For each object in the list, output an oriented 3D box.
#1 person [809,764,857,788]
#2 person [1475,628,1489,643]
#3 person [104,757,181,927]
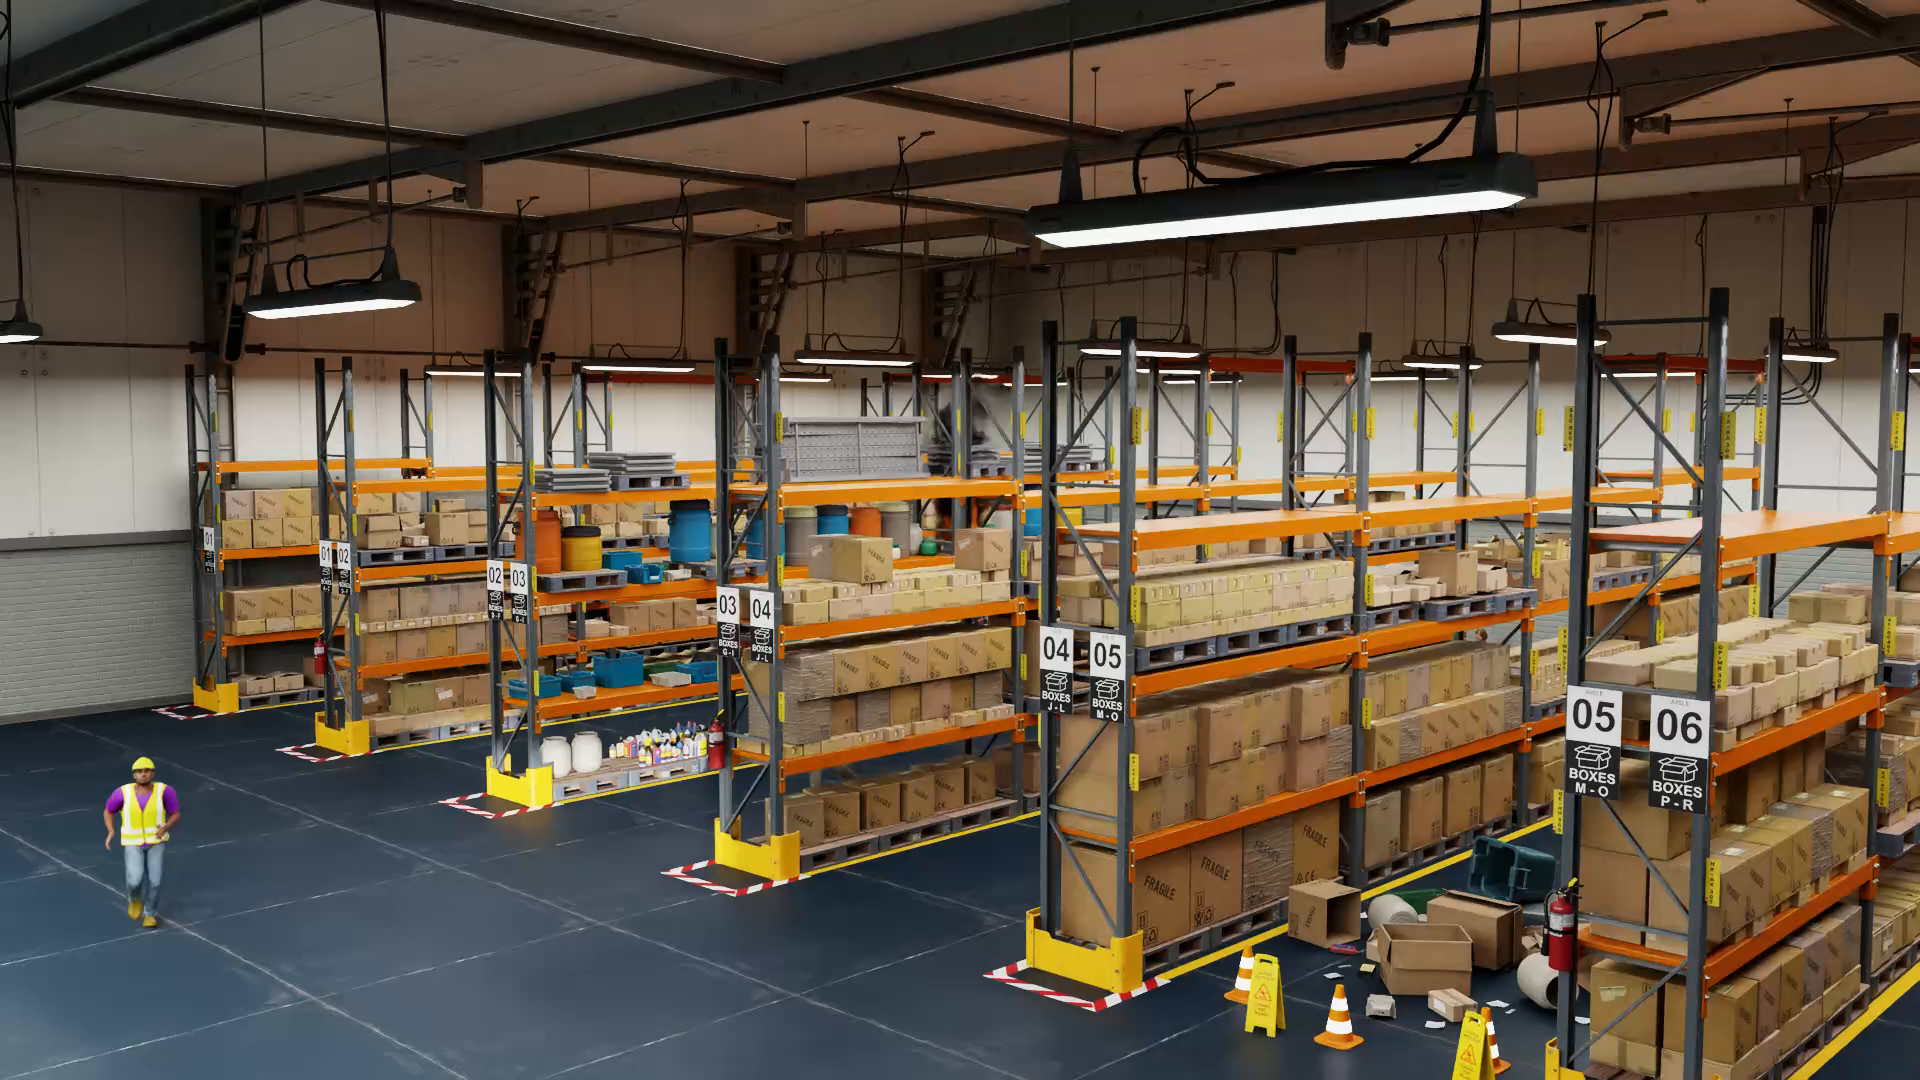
[{"bbox_3d":[-1.747,2.618,21.958,0.672,1.700,0.933,3,5,30],"label":"person"},{"bbox_3d":[8.765,2.260,27.834,0.709,1.579,0.555,-4,6,-42],"label":"person"},{"bbox_3d":[-8.142,3.029,16.594,0.695,1.720,0.583,-2,5,-27],"label":"person"}]
